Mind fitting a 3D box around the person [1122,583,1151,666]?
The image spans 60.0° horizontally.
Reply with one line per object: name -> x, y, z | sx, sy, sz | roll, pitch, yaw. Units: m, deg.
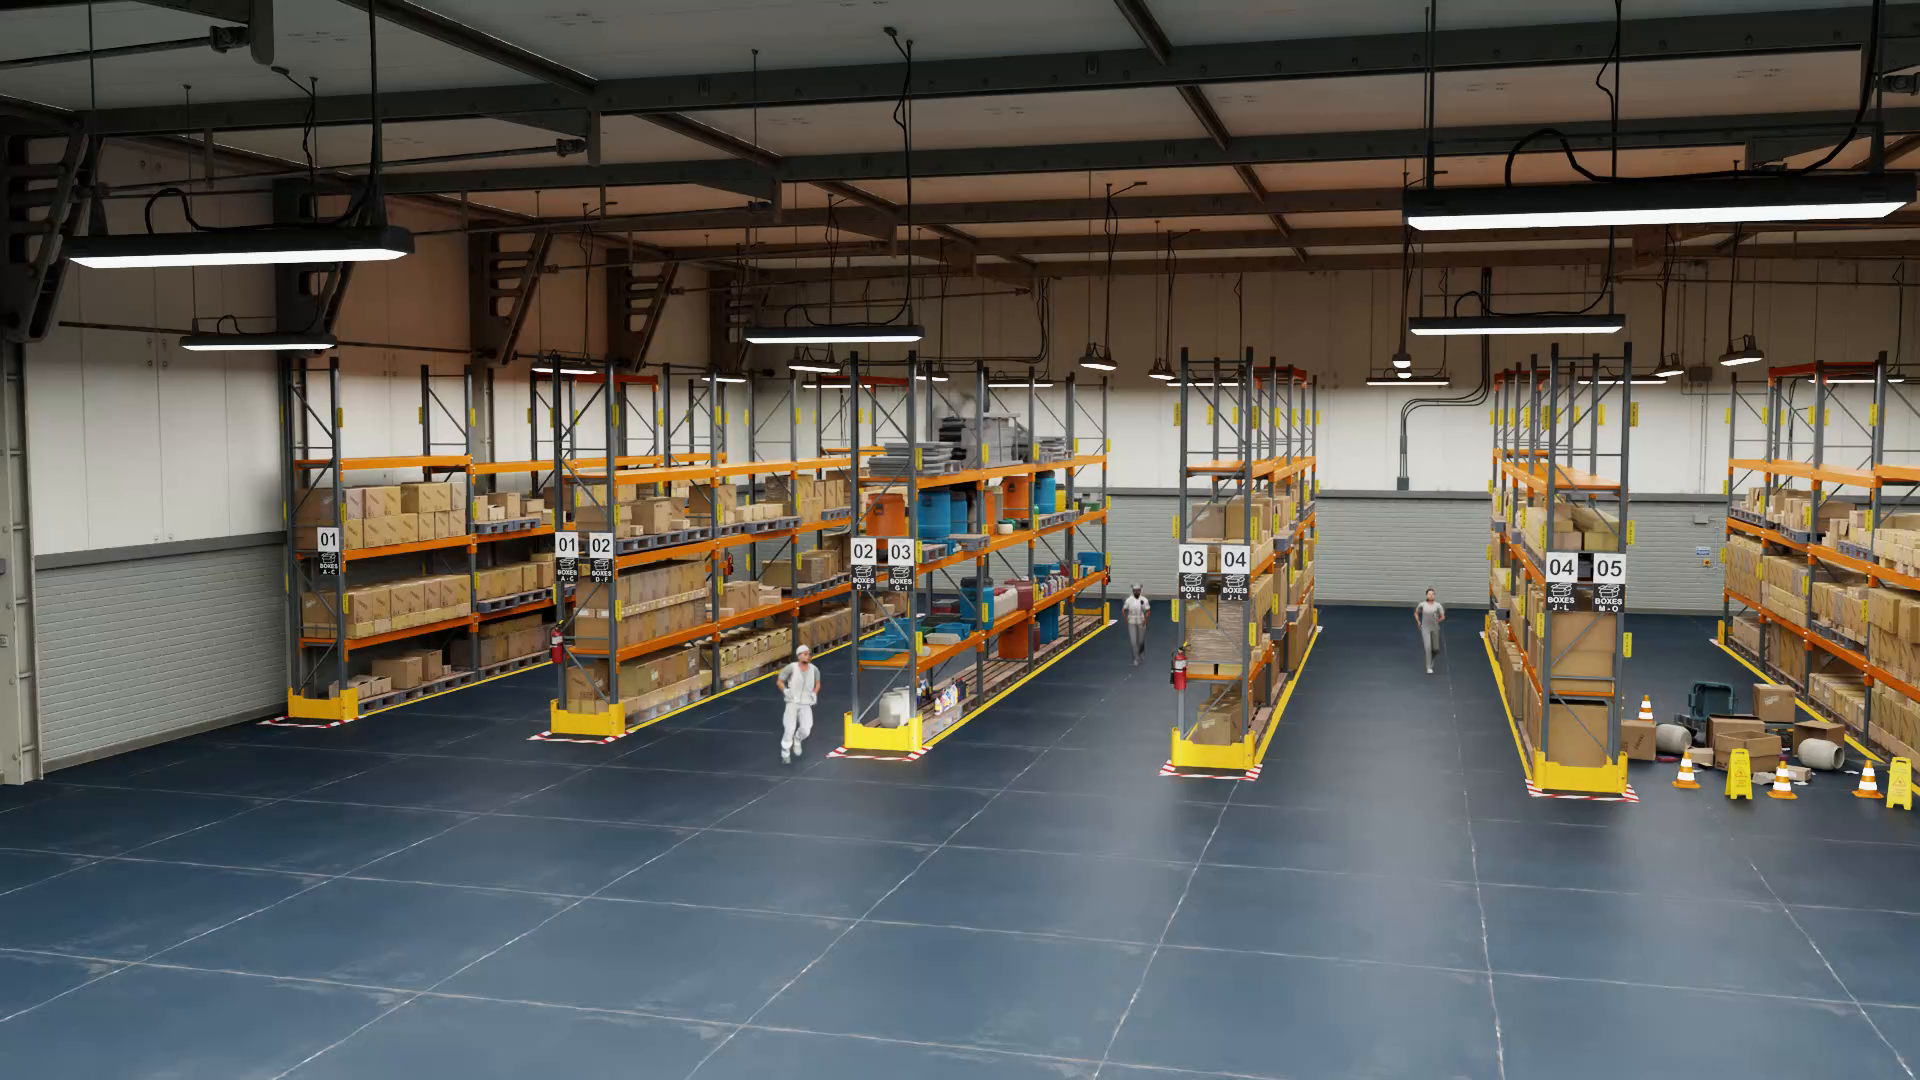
person -> 3.575, 1.700, 33.765 | 0.586, 1.670, 0.560 | 1, 4, 9

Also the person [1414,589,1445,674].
person -> 9.244, 1.775, 32.734 | 0.577, 1.640, 0.859 | 1, 4, 8

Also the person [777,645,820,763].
person -> -2.326, 2.376, 24.210 | 0.661, 1.706, 0.569 | -1, 4, -18
